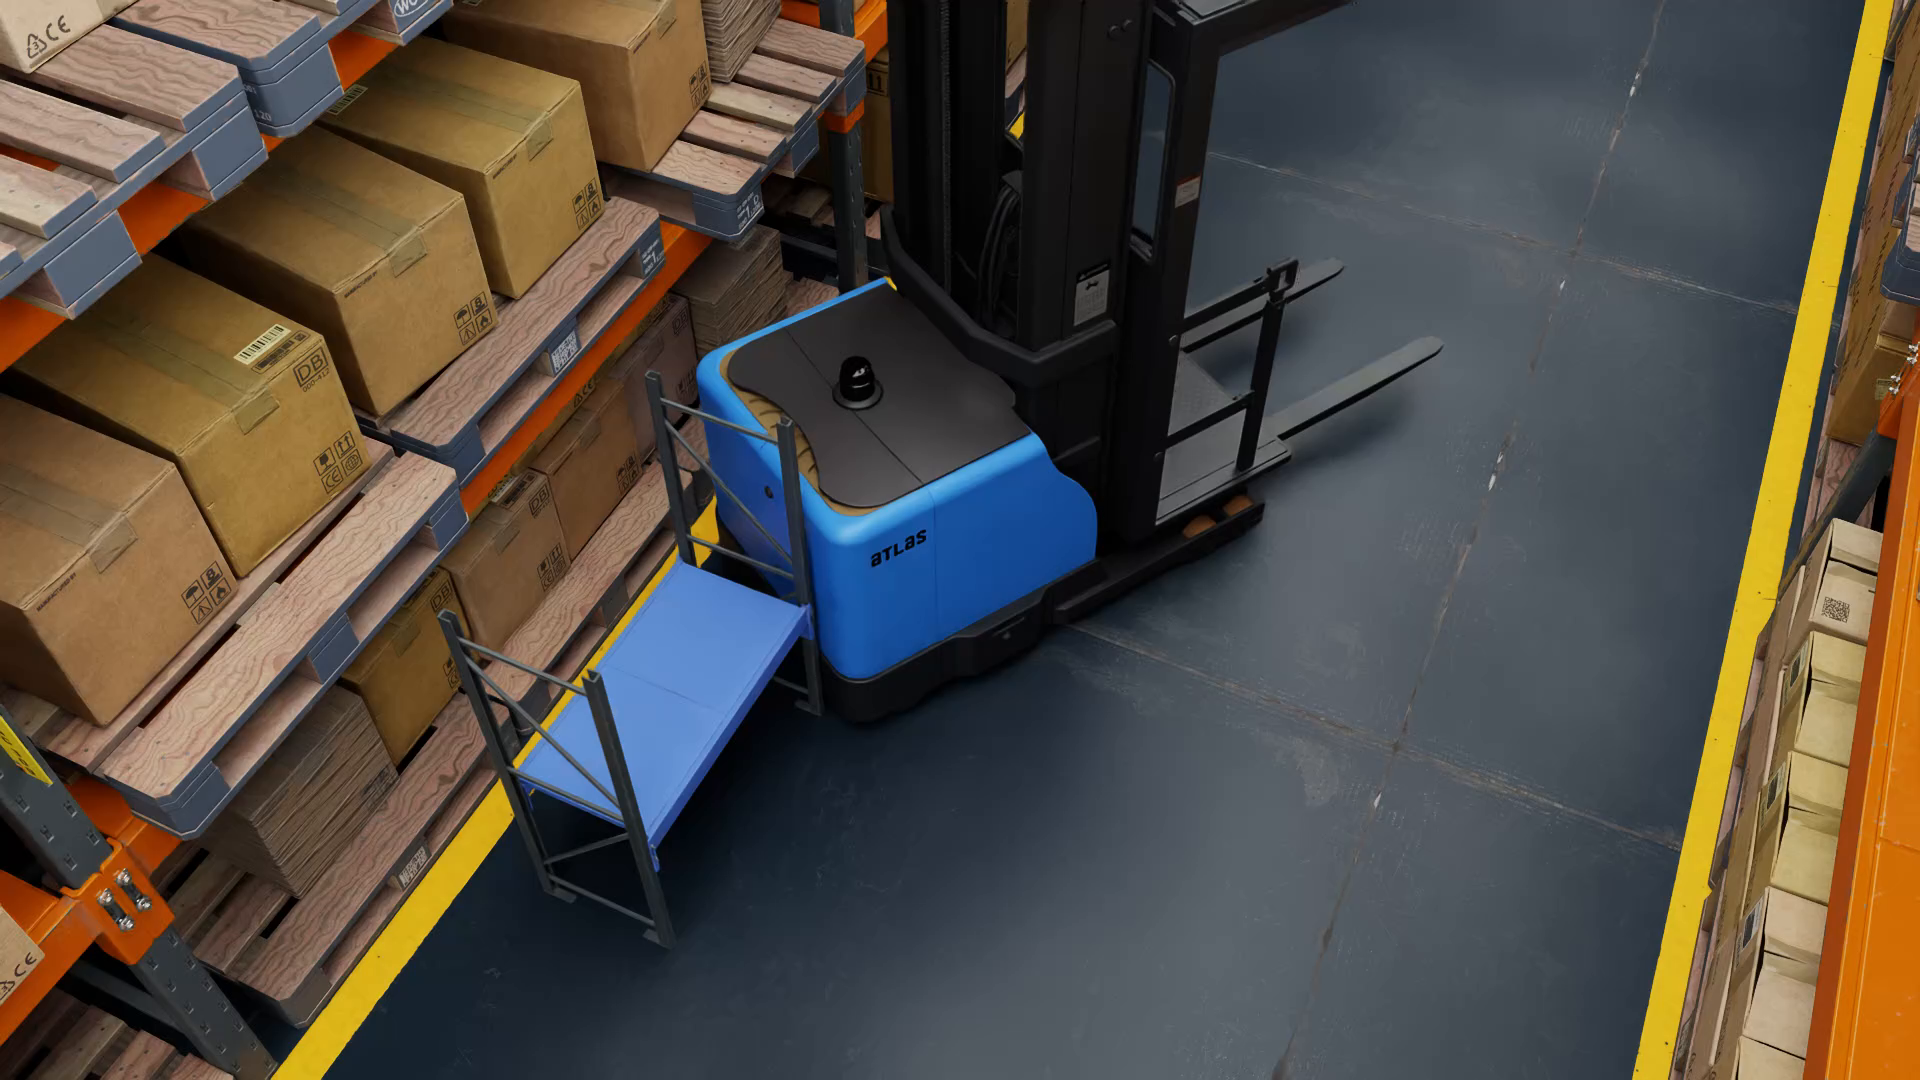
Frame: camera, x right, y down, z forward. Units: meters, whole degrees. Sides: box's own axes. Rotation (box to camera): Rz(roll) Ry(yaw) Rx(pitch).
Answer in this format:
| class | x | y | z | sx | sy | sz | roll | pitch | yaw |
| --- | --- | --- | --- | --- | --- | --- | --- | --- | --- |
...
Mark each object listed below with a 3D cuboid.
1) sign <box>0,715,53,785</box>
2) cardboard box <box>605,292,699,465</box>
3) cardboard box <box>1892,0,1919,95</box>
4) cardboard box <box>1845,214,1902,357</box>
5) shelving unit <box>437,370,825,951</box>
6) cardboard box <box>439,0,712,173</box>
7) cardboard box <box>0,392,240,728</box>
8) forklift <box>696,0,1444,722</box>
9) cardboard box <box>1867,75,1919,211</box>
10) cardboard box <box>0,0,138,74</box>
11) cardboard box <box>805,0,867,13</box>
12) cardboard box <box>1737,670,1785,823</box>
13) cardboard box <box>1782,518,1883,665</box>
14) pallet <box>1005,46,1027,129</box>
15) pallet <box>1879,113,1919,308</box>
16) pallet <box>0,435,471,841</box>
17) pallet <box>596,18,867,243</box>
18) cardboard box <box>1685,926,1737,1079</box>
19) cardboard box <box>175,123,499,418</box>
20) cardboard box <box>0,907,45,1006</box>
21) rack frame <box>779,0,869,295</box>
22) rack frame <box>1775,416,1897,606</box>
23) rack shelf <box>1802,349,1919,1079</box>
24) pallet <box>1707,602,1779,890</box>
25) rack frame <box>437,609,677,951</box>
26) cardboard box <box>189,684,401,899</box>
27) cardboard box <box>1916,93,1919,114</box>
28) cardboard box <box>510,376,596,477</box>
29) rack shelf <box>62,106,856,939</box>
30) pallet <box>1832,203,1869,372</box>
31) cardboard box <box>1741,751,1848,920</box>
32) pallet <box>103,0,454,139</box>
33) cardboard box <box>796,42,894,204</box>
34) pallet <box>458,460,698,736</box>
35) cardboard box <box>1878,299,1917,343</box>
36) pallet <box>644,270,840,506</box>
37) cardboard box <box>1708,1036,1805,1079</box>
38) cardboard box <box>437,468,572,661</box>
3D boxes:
| class | x | y | z | sx | sy | sz | roll | pitch | yaw |
| --- | --- | --- | --- | --- | --- | --- | --- | --- | --- |
| sign | -2.101 | 0.433 | 3.659 | 0.100 | 0.325 | 0.005 | 20 | 52 | 16 |
| cardboard box | -1.472 | -0.715 | 6.556 | 0.700 | 0.500 | 0.500 | 20 | 52 | 16 |
| cardboard box | 4.876 | -2.436 | 8.021 | 0.500 | 0.500 | 0.500 | 18 | 52 | 14 |
| cardboard box | 4.003 | -1.012 | 6.809 | 0.500 | 0.500 | 0.500 | 18 | 52 | 15 |
| shelving unit | -0.941 | 0.411 | 5.230 | 0.538 | 1.500 | 1.048 | 20 | 52 | 16 |
| cardboard box | -1.292 | -1.666 | 5.659 | 0.700 | 0.500 | 0.500 | 15 | 51 | 13 |
| cardboard box | -2.347 | 0.028 | 4.217 | 0.700 | 0.500 | 0.500 | 20 | 52 | 16 |
| forklift | 0.588 | -1.196 | 5.658 | 3.031 | 2.935 | 1.130 | -27 | 55 | -21 |
| cardboard box | 4.438 | -1.723 | 7.414 | 0.500 | 0.500 | 0.500 | 20 | 53 | 17 |
| cardboard box | -2.026 | -1.311 | 3.525 | 0.500 | 0.311 | 0.500 | 21 | 53 | 17 |
| cardboard box | -0.536 | -2.288 | 6.695 | 0.380 | 0.149 | 0.250 | 19 | 52 | 16 |
| cardboard box | 2.891 | 0.764 | 5.475 | 0.500 | 0.250 | 0.500 | 18 | 52 | 15 |
| cardboard box | 3.105 | 0.235 | 5.557 | 0.500 | 0.311 | 0.500 | 21 | 53 | 17 |
| pallet | 0.041 | -2.664 | 8.693 | 1.003 | 0.211 | 1.213 | 20 | 52 | 16 |
| pallet | 3.820 | -1.030 | 5.598 | 1.213 | 0.211 | 1.003 | 20 | 52 | 16 |
| pallet | -2.137 | 0.126 | 4.615 | 1.003 | 0.211 | 1.213 | 20 | 52 | 16 |
| pallet | -1.095 | -1.625 | 6.104 | 1.213 | 0.211 | 1.003 | 20 | 52 | 16 |
| cardboard box | 2.455 | 1.477 | 4.869 | 0.500 | 0.250 | 0.500 | 21 | 53 | 17 |
| cardboard box | -1.849 | -0.818 | 4.937 | 0.700 | 0.500 | 0.500 | 27 | 55 | 21 |
| cardboard box | -2.524 | 1.009 | 3.822 | 0.500 | 0.250 | 0.500 | 20 | 52 | 16 |
| rack frame | -0.886 | -2.212 | 6.478 | 1.000 | 3.000 | 0.127 | 20 | 52 | 16 |
| rack frame | 3.594 | -0.603 | 5.109 | 1.000 | 3.000 | 0.127 | 20 | 52 | 16 |
| rack shelf | 2.740 | 1.007 | 4.211 | 1.077 | 0.370 | 4.000 | 20 | 52 | 16 |
| pallet | 3.207 | 0.855 | 5.699 | 1.003 | 0.211 | 1.213 | 20 | 52 | 16 |
| rack frame | -1.160 | 0.761 | 4.933 | 0.500 | 1.500 | 0.032 | 20 | 52 | 16 |
| cardboard box | -2.296 | 0.698 | 5.354 | 0.700 | 0.500 | 0.500 | 21 | 53 | 17 |
| cardboard box | 4.449 | -1.990 | 7.149 | 0.500 | 0.250 | 0.500 | 20 | 52 | 16 |
| cardboard box | -1.662 | -0.547 | 5.921 | 0.500 | 0.250 | 0.500 | 20 | 52 | 16 |
| rack shelf | -1.741 | -0.602 | 5.580 | 1.077 | 0.370 | 4.000 | 20 | 52 | 16 |
| pallet | 4.470 | -1.038 | 7.310 | 1.003 | 0.211 | 1.213 | 20 | 52 | 16 |
| cardboard box | 2.668 | 0.950 | 4.948 | 0.500 | 0.311 | 0.500 | 19 | 52 | 15 |
| pallet | -1.795 | -1.475 | 4.004 | 1.213 | 0.211 | 1.003 | 20 | 52 | 16 |
| cardboard box | -0.454 | -2.115 | 7.531 | 0.750 | 0.750 | 0.750 | 19 | 52 | 16 |
| pallet | -1.744 | 0.066 | 6.370 | 1.003 | 0.211 | 1.213 | 20 | 52 | 16 |
| cardboard box | 3.802 | -0.939 | 6.255 | 0.500 | 0.250 | 0.500 | 22 | 53 | 17 |
| pallet | -1.222 | -0.771 | 7.082 | 1.003 | 0.211 | 1.213 | 20 | 52 | 16 |
| cardboard box | 2.231 | 1.649 | 4.354 | 0.500 | 0.311 | 0.500 | 20 | 52 | 16 |
| cardboard box | -1.866 | -0.013 | 5.959 | 0.700 | 0.500 | 0.500 | 20 | 53 | 16 |
